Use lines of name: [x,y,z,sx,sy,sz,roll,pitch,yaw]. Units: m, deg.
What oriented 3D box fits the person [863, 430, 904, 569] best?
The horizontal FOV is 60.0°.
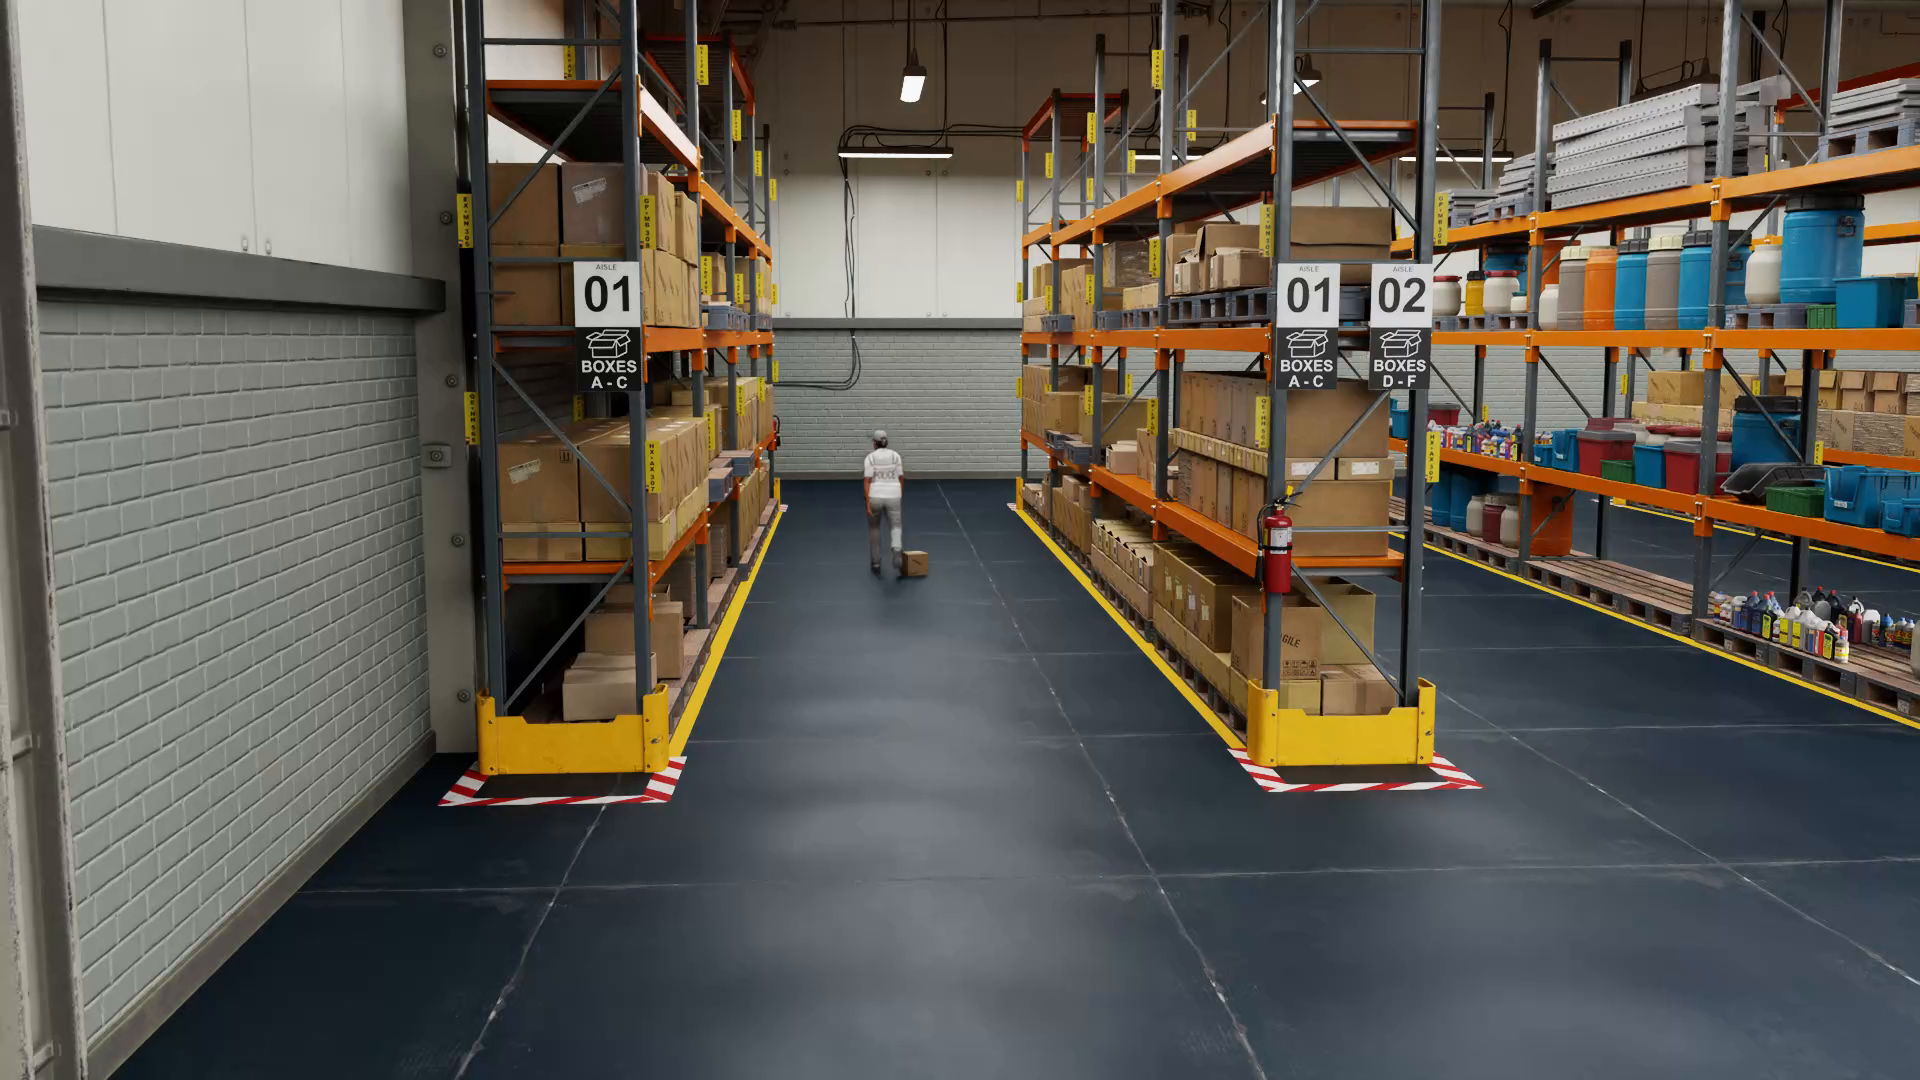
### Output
person: [-0.888,-0.464,19.437,0.480,1.624,0.851,-1,7,-8]
